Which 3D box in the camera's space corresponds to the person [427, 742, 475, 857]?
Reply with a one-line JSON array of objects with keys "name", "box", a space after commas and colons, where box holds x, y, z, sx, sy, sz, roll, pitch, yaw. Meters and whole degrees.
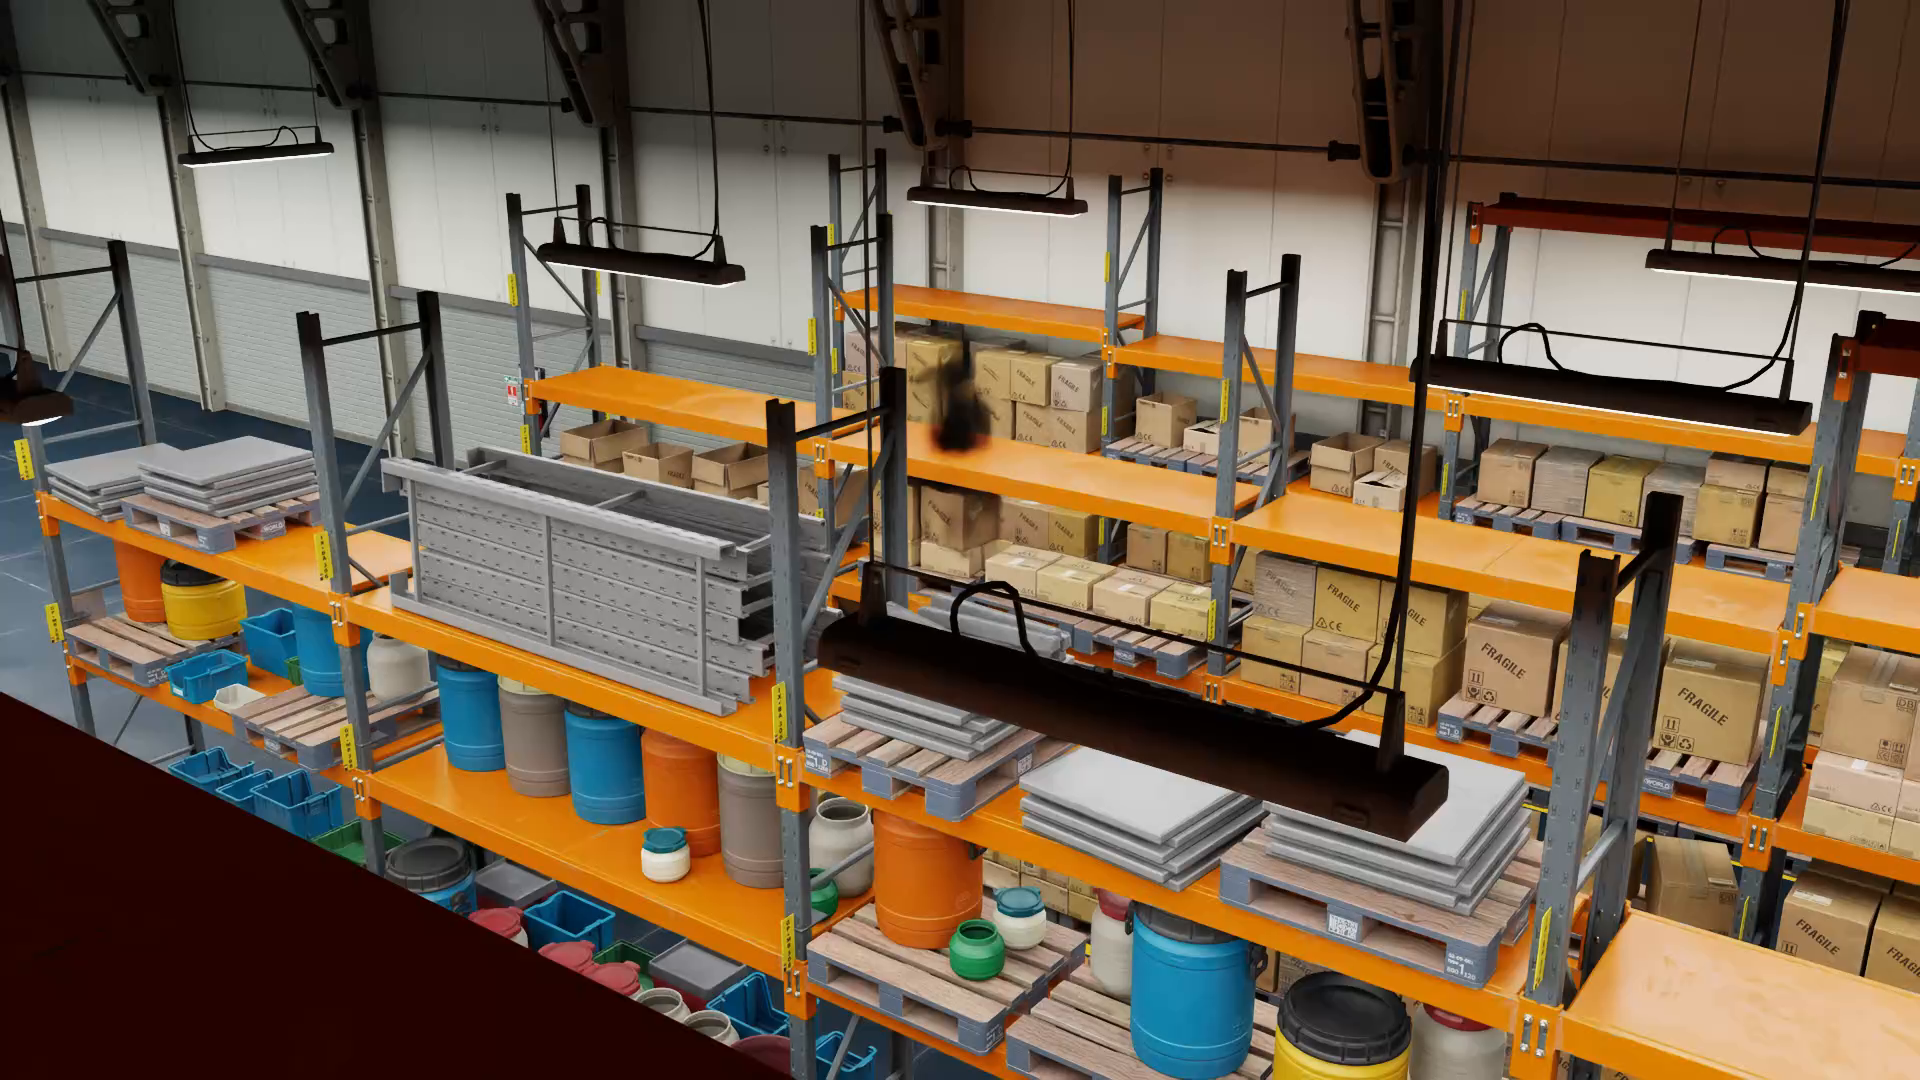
[{"name": "person", "box": [-4.736, 2.385, 15.364, 0.800, 1.733, 0.672, -5, 19, -14]}]
